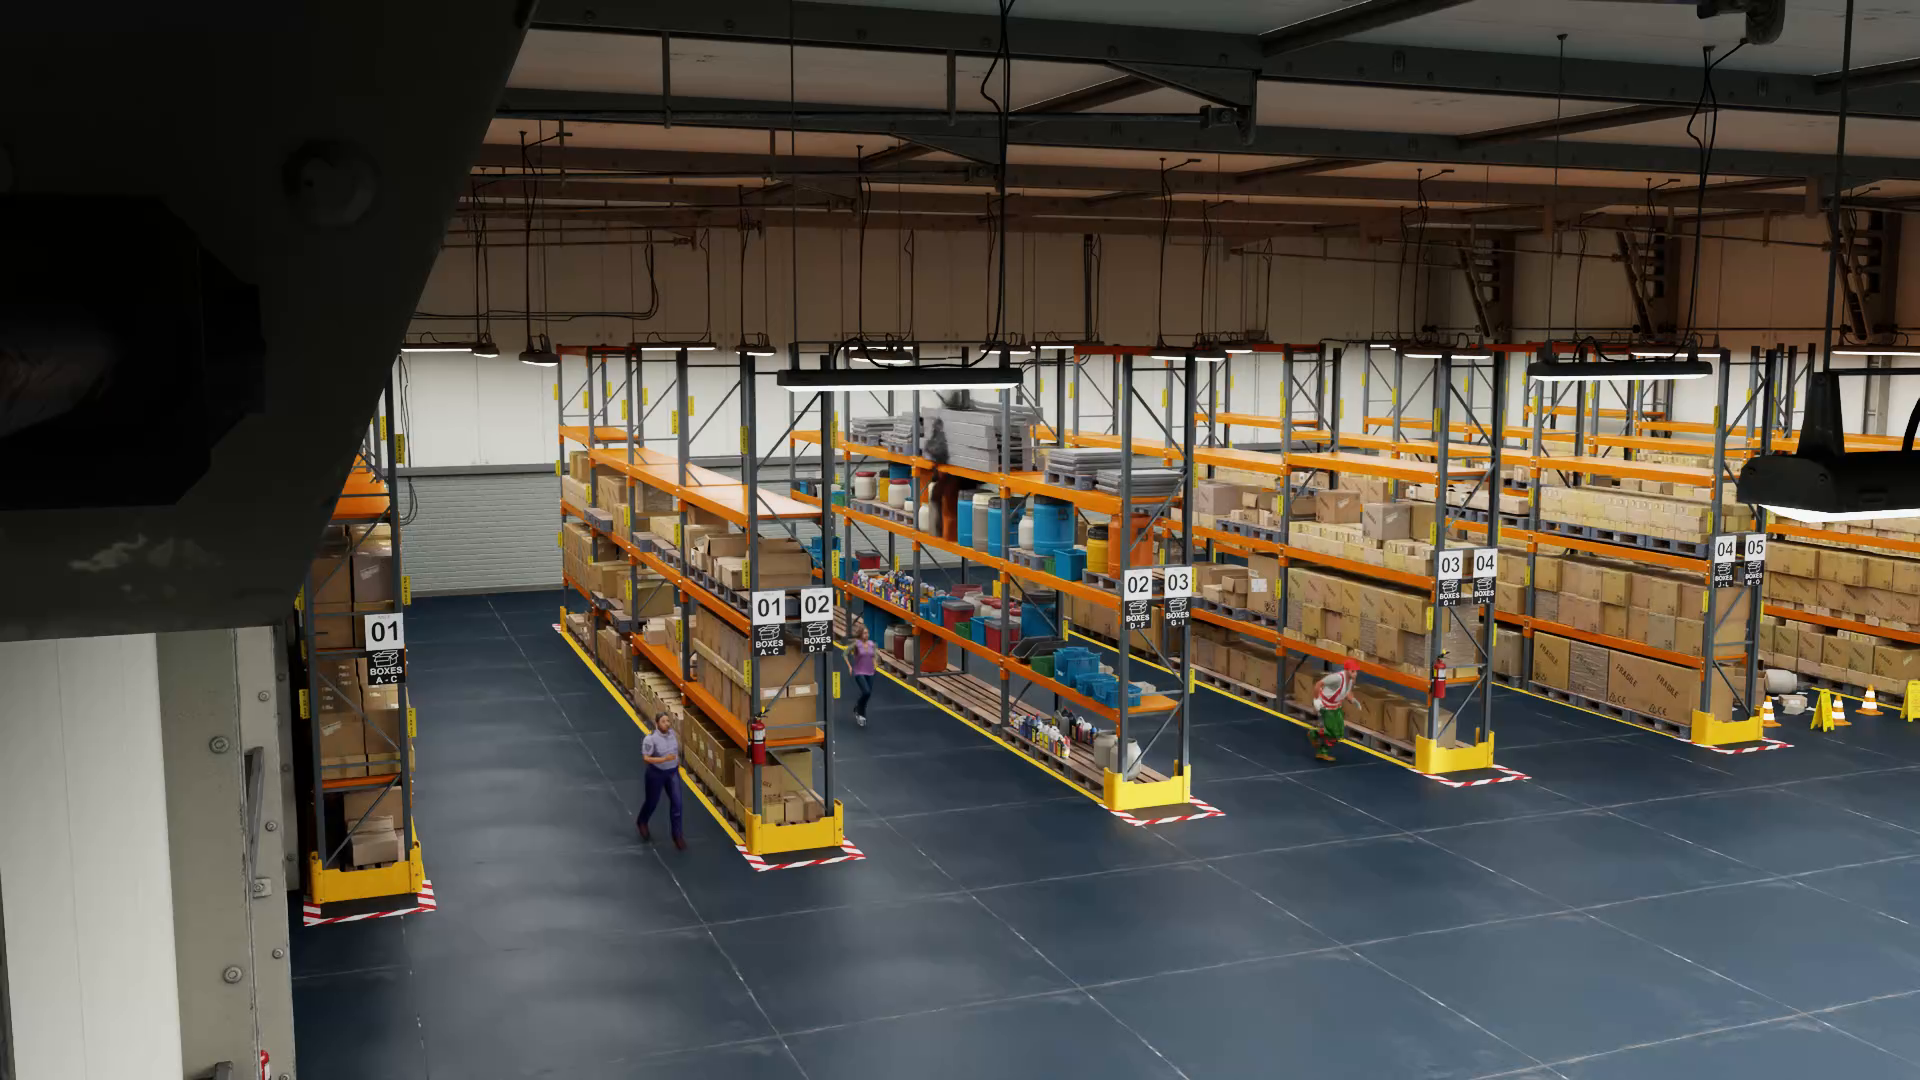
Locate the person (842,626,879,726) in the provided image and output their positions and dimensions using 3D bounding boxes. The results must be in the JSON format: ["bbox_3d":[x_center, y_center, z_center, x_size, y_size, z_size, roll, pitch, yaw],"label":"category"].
[{"bbox_3d":[-1.538,2.167,26.576,0.506,1.592,0.662,-5,9,-35],"label":"person"}]

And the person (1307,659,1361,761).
[{"bbox_3d":[5.441,2.479,24.287,0.685,1.583,0.897,-6,9,-39],"label":"person"}]

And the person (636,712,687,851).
[{"bbox_3d":[-3.666,2.915,20.397,0.590,1.670,0.891,-6,10,-40],"label":"person"}]
